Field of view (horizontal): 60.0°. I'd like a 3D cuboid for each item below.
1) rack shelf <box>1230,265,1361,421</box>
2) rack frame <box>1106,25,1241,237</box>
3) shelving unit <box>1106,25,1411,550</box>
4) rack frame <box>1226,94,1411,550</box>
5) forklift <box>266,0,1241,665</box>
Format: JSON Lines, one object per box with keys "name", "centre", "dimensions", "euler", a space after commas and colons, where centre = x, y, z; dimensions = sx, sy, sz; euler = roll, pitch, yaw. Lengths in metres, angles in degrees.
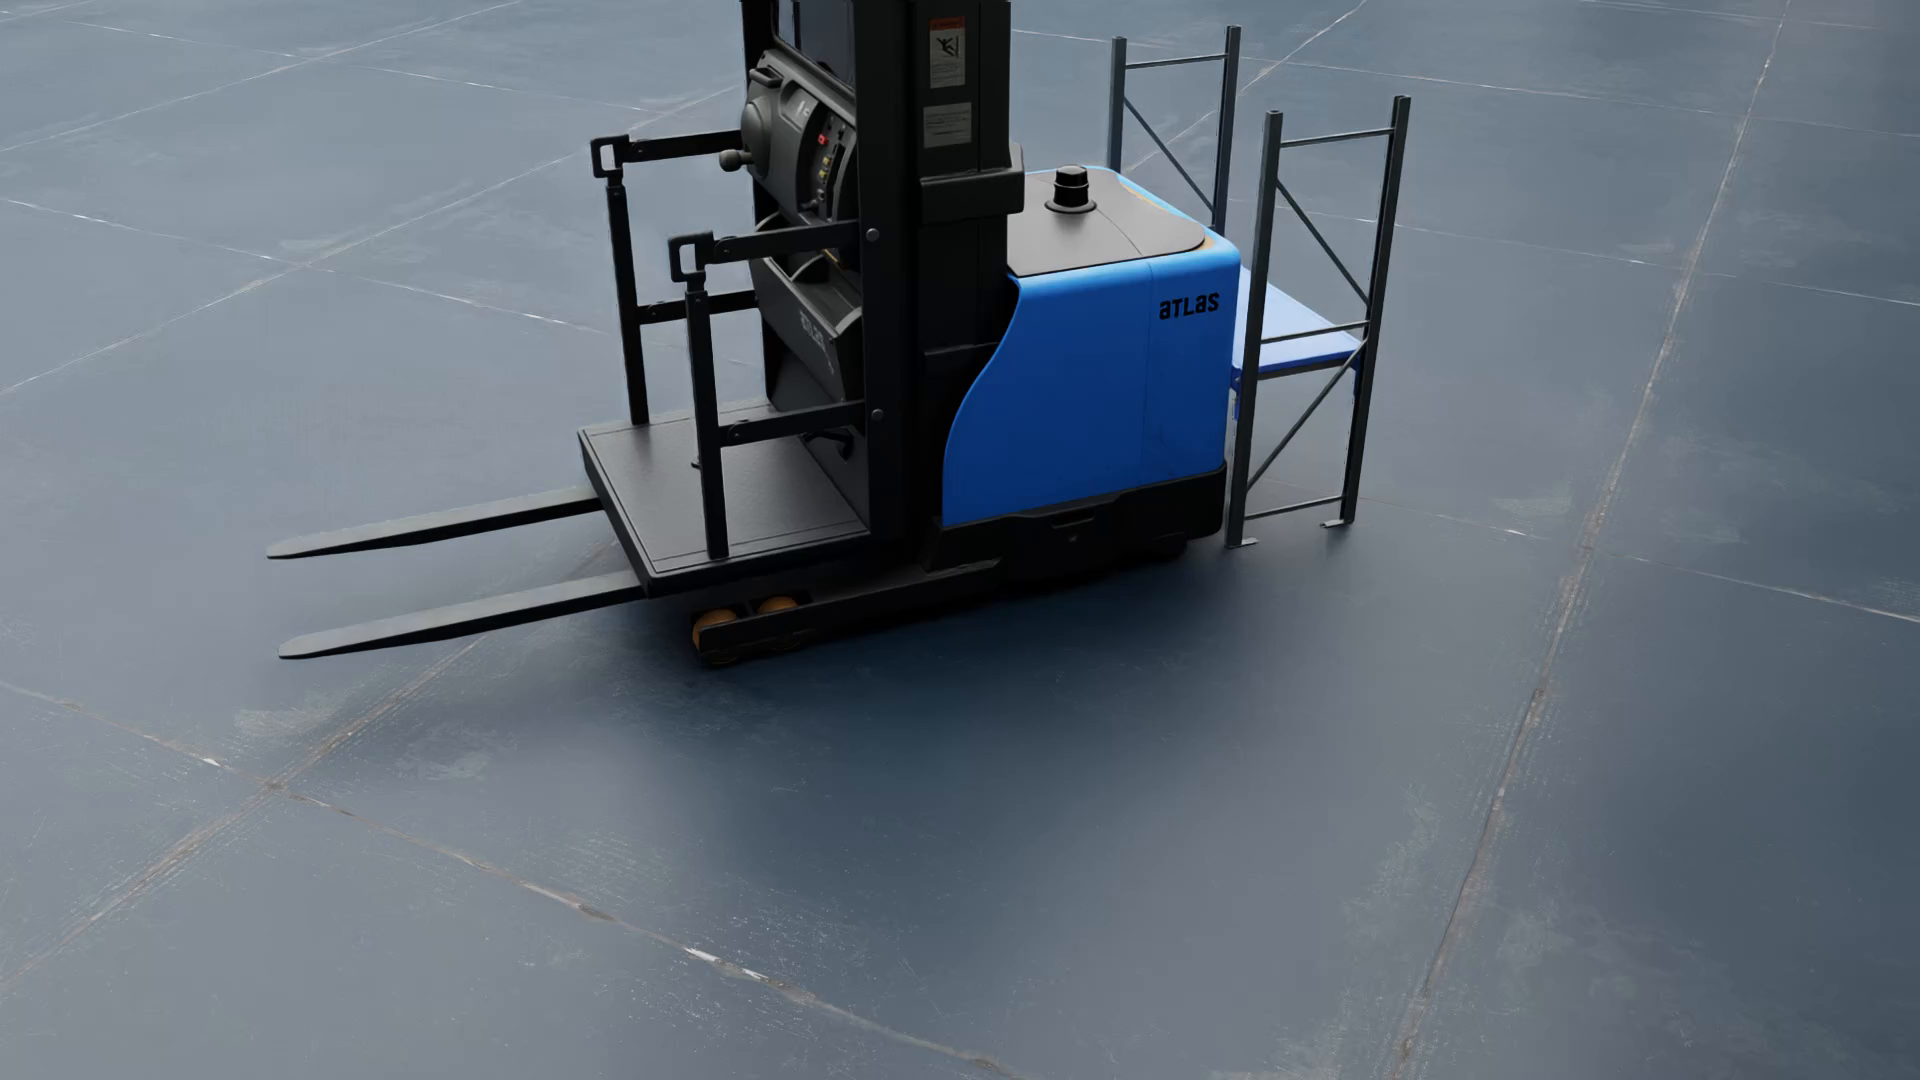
{"name": "rack shelf", "centre": [0.959, -0.750, 5.912], "dimensions": [0.538, 0.185, 1.000], "euler": [-12, 32, -19]}
{"name": "rack frame", "centre": [0.766, -1.141, 6.230], "dimensions": [0.500, 1.500, 0.032], "euler": [-12, 32, -19]}
{"name": "shelving unit", "centre": [0.959, -0.906, 5.822], "dimensions": [0.538, 1.500, 1.048], "euler": [-12, 32, -19]}
{"name": "rack frame", "centre": [1.151, -0.672, 5.414], "dimensions": [0.500, 1.500, 0.032], "euler": [-12, 32, -19]}
{"name": "forklift", "centre": [-0.667, -1.189, 4.877], "dimensions": [3.031, 2.935, 1.130], "euler": [-12, 32, -20]}
